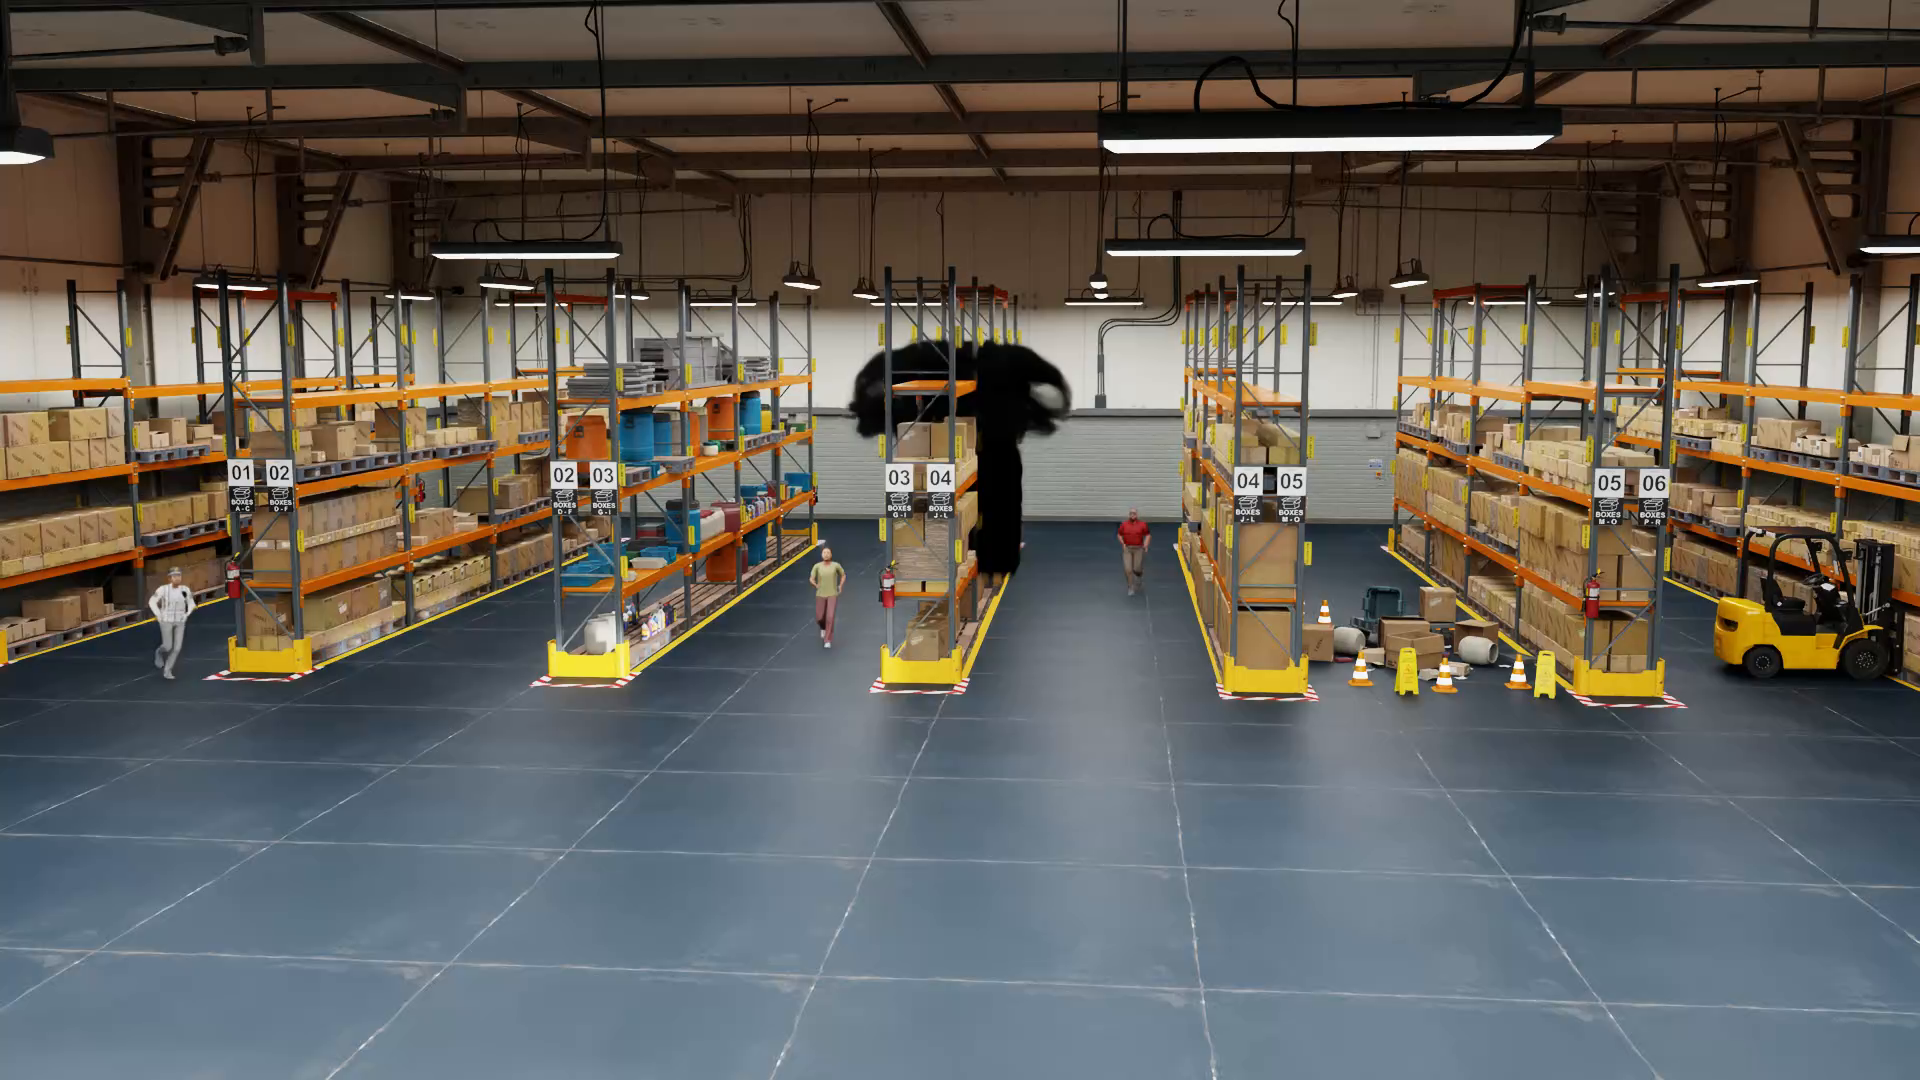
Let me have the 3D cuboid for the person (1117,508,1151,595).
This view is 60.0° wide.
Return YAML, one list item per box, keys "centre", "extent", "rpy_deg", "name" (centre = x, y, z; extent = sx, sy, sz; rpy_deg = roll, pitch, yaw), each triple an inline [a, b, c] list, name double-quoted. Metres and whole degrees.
- centre: [3.399, 0.221, 32.631]
  extent: [0.665, 1.688, 0.603]
  rpy_deg: [1, 7, 12]
  name: "person"

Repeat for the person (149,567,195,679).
- centre: [-11.661, 1.214, 24.680]
  extent: [0.616, 1.659, 0.507]
  rpy_deg: [-6, 9, -40]
  name: "person"

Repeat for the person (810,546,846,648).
- centre: [-2.151, 0.914, 27.083]
  extent: [0.588, 1.619, 0.758]
  rpy_deg: [0, 7, 0]
  name: "person"
